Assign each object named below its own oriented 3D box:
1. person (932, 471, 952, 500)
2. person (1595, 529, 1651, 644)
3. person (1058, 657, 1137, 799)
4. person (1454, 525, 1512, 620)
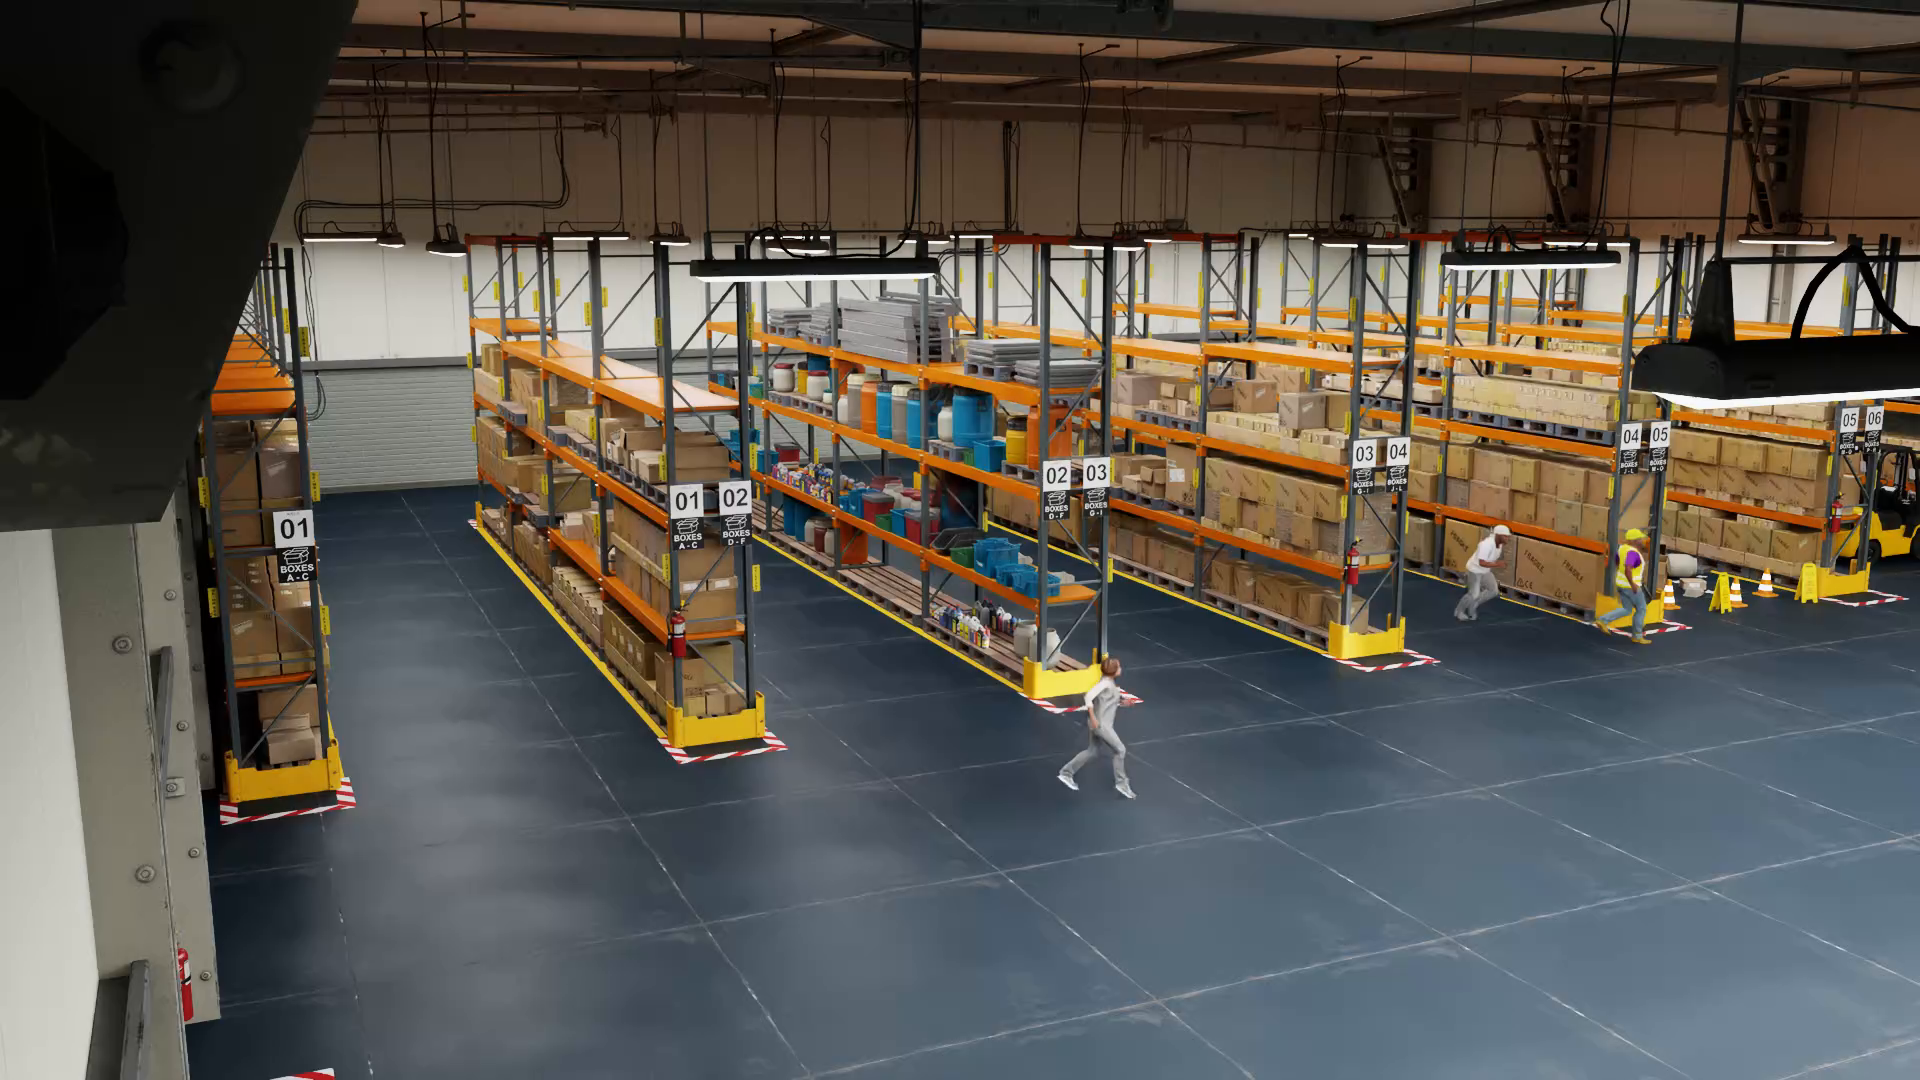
[{"bbox_3d":[-0.247,-0.532,31.671,0.524,1.611,0.820,-5,12,-25],"label":"person"},{"bbox_3d":[10.033,0.699,25.012,0.851,1.769,0.732,0,11,-1],"label":"person"},{"bbox_3d":[1.521,2.071,18.281,0.873,1.620,0.557,1,11,3],"label":"person"},{"bbox_3d":[8.291,0.506,26.264,0.912,1.591,0.739,10,15,43],"label":"person"}]
